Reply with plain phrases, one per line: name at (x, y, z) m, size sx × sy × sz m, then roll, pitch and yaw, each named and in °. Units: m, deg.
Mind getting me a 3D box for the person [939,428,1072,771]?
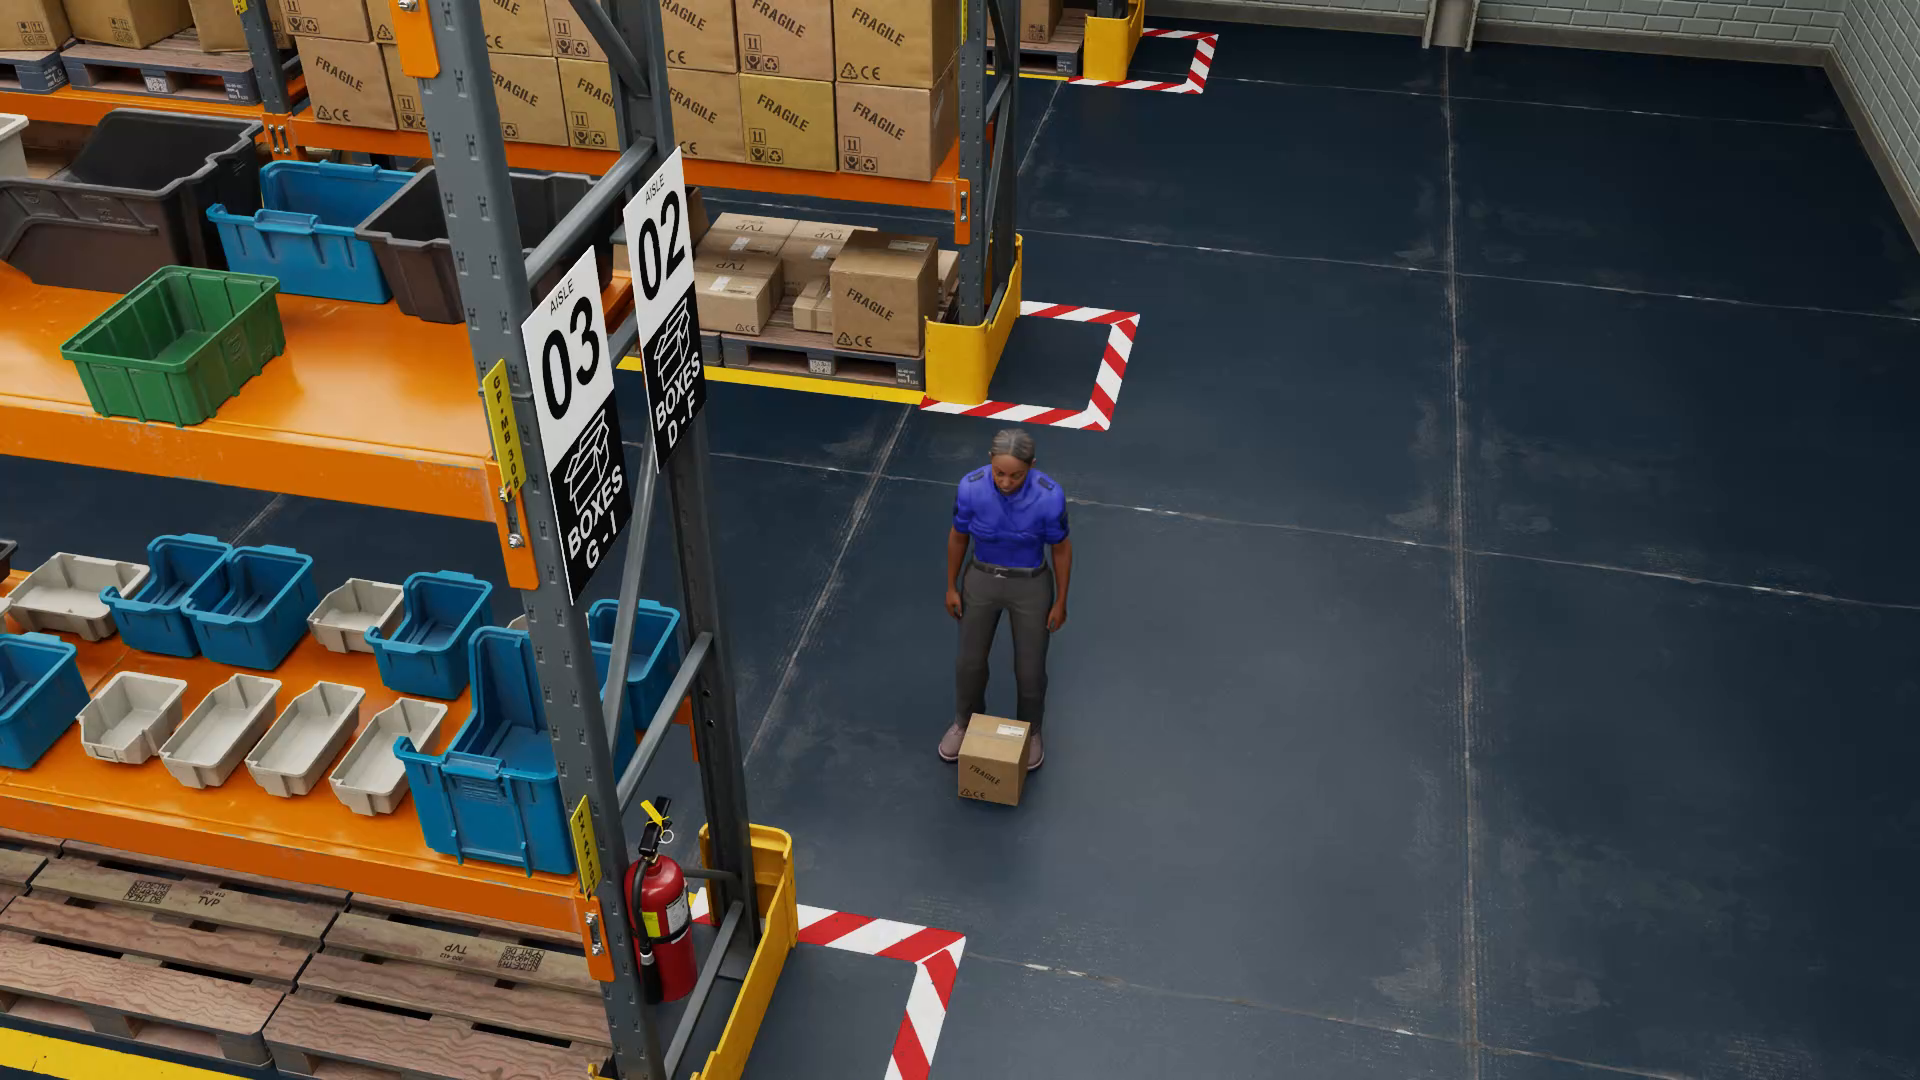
person at (0.181, 0.216, 6.679) m, size 0.516 × 1.654 × 0.353 m, roll 7°, pitch 37°, yaw 9°
